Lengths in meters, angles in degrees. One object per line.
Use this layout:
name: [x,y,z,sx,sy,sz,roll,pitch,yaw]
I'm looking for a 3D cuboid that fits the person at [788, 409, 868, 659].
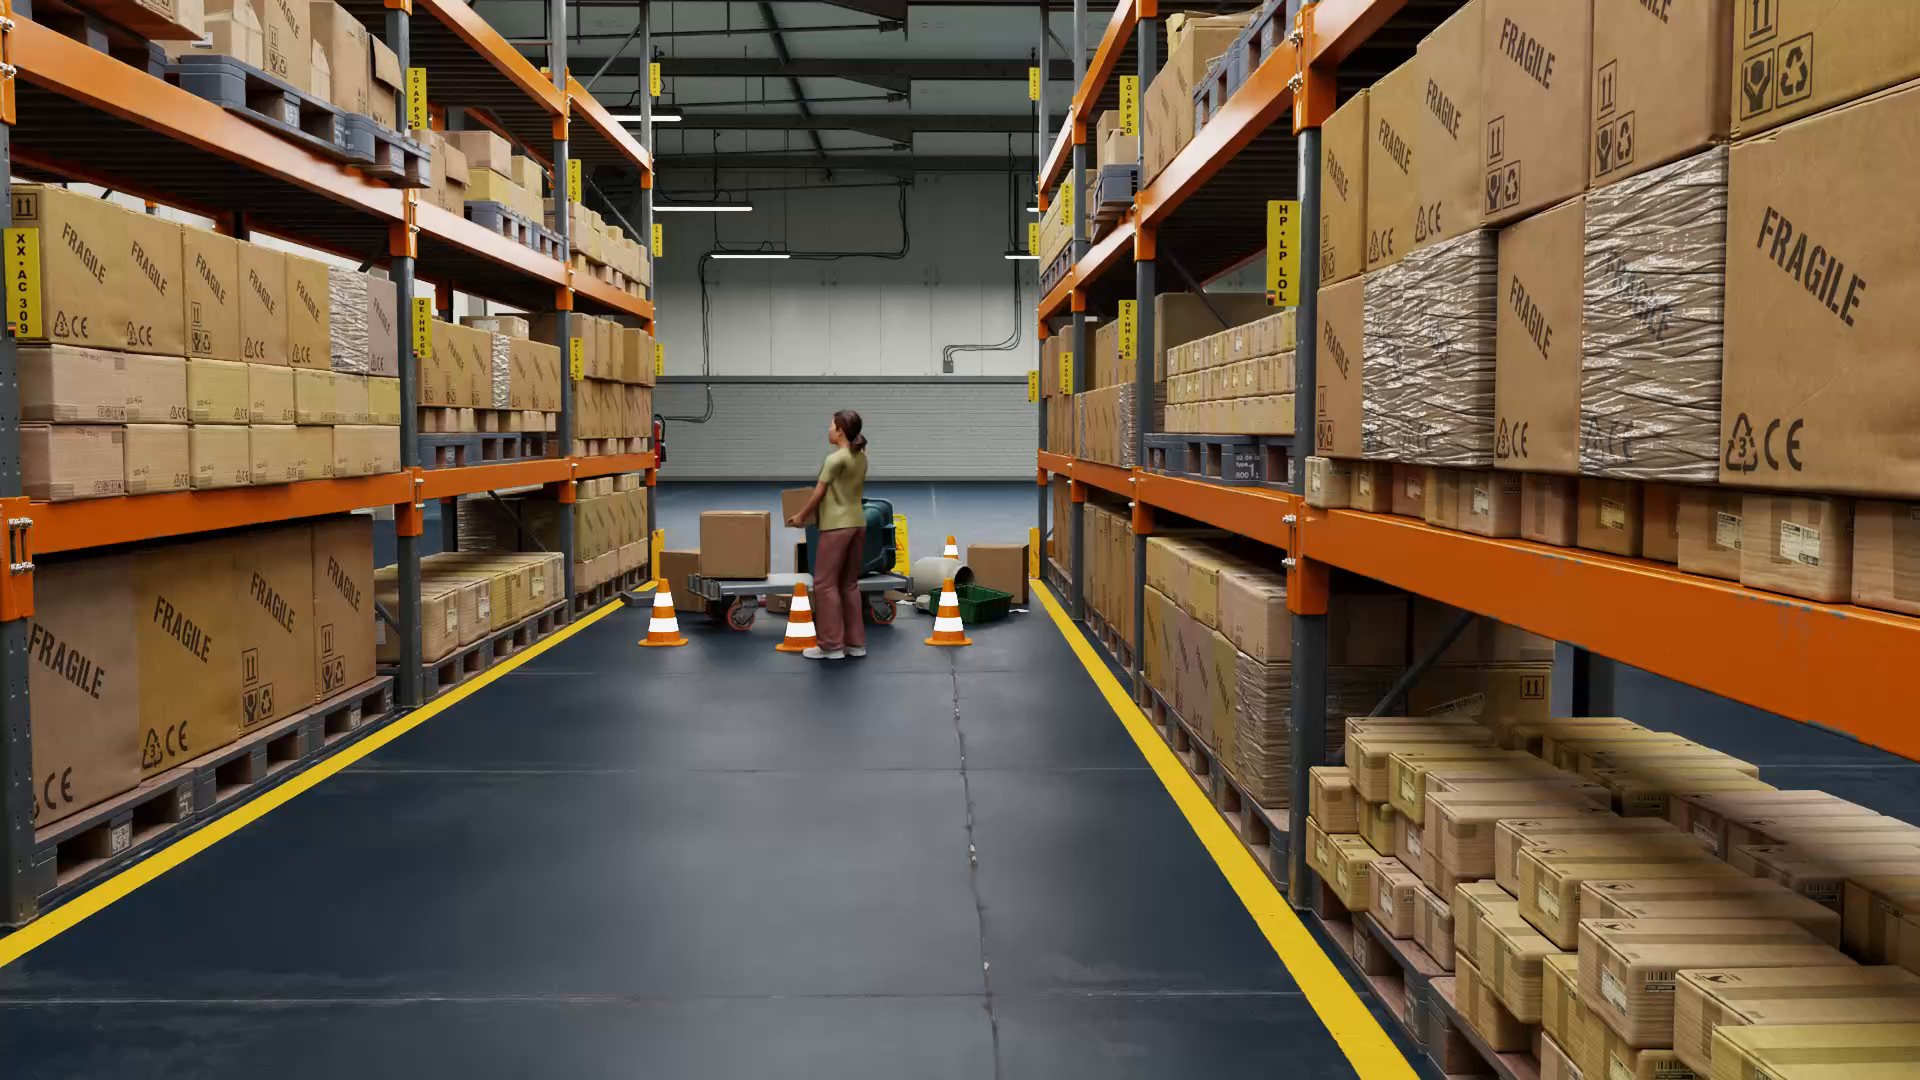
person: [-0.855,-0.040,11.147,0.551,1.667,0.424,2,4,28]
